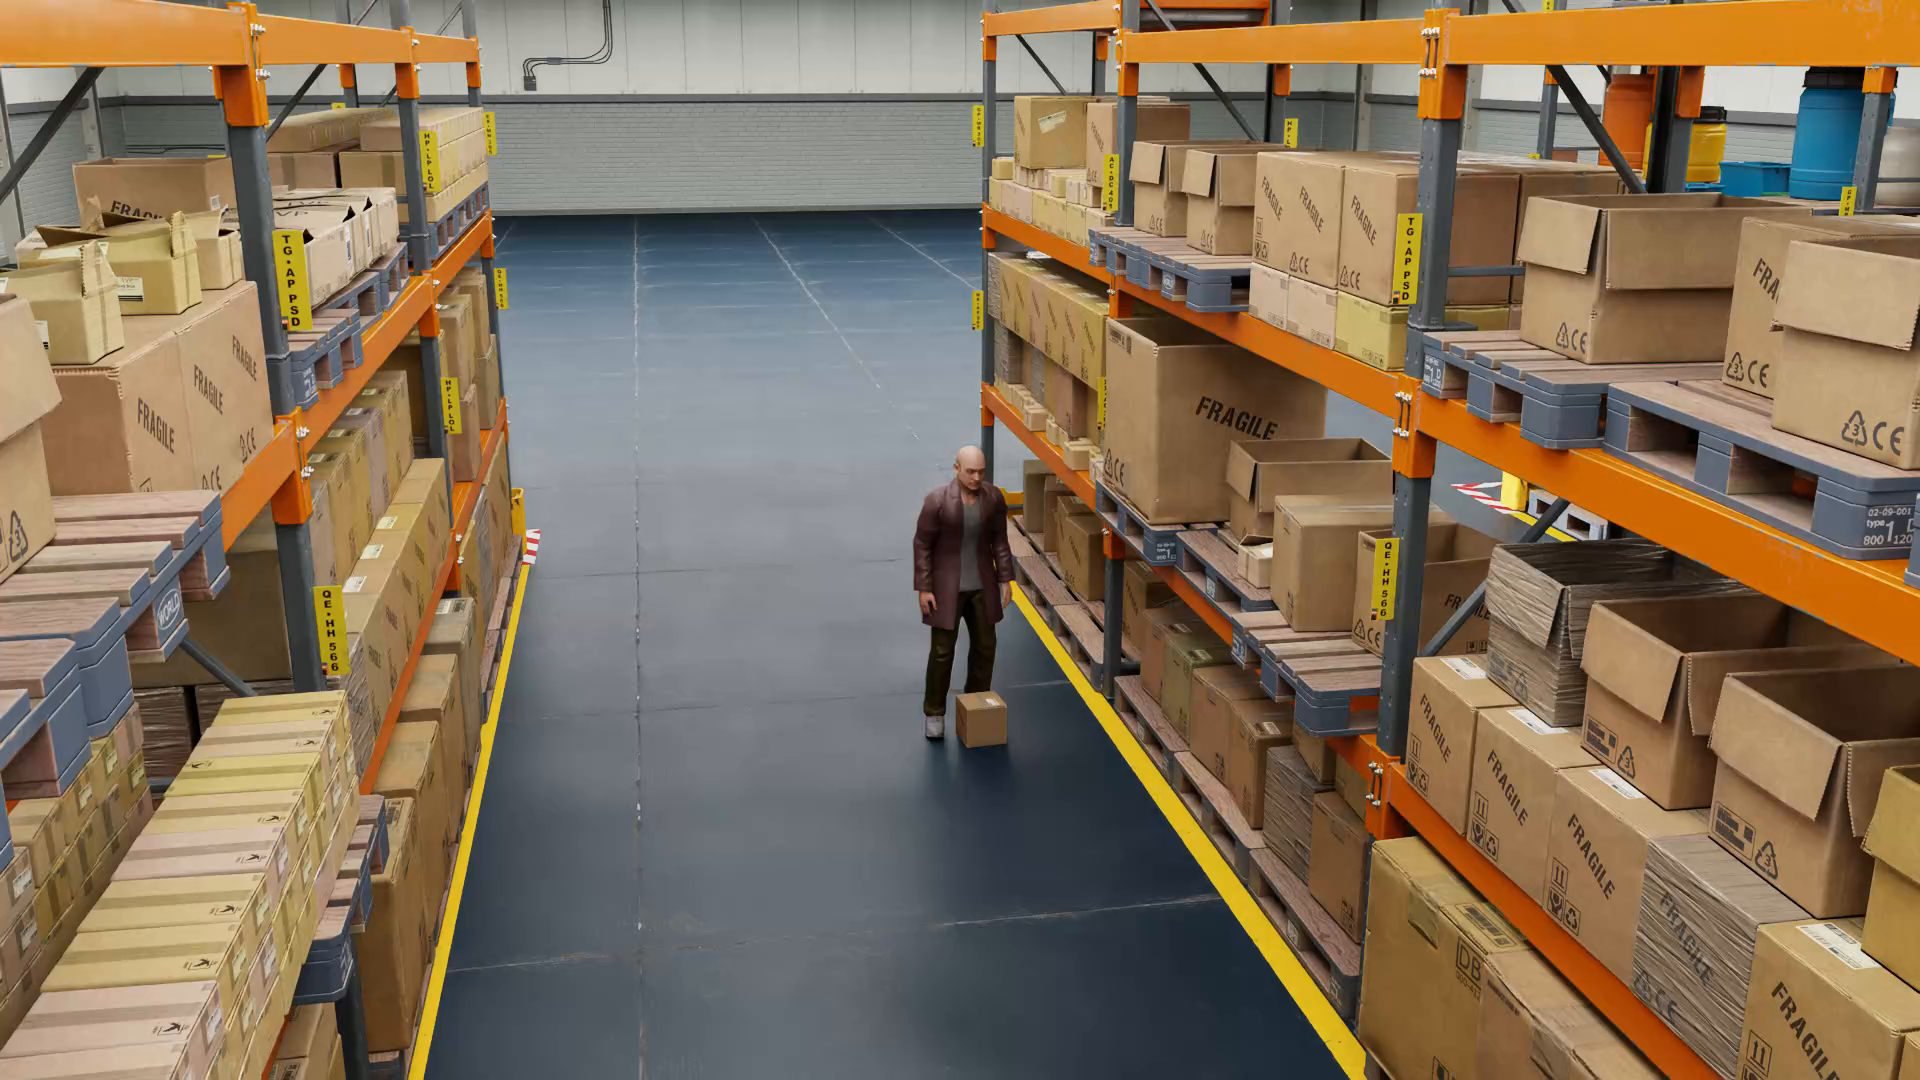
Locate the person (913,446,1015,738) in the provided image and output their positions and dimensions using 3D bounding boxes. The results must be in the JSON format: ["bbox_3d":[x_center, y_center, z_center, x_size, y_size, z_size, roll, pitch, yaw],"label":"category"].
[{"bbox_3d":[0.026,0.288,10.062,0.654,1.774,0.419,-6,17,-20],"label":"person"}]
